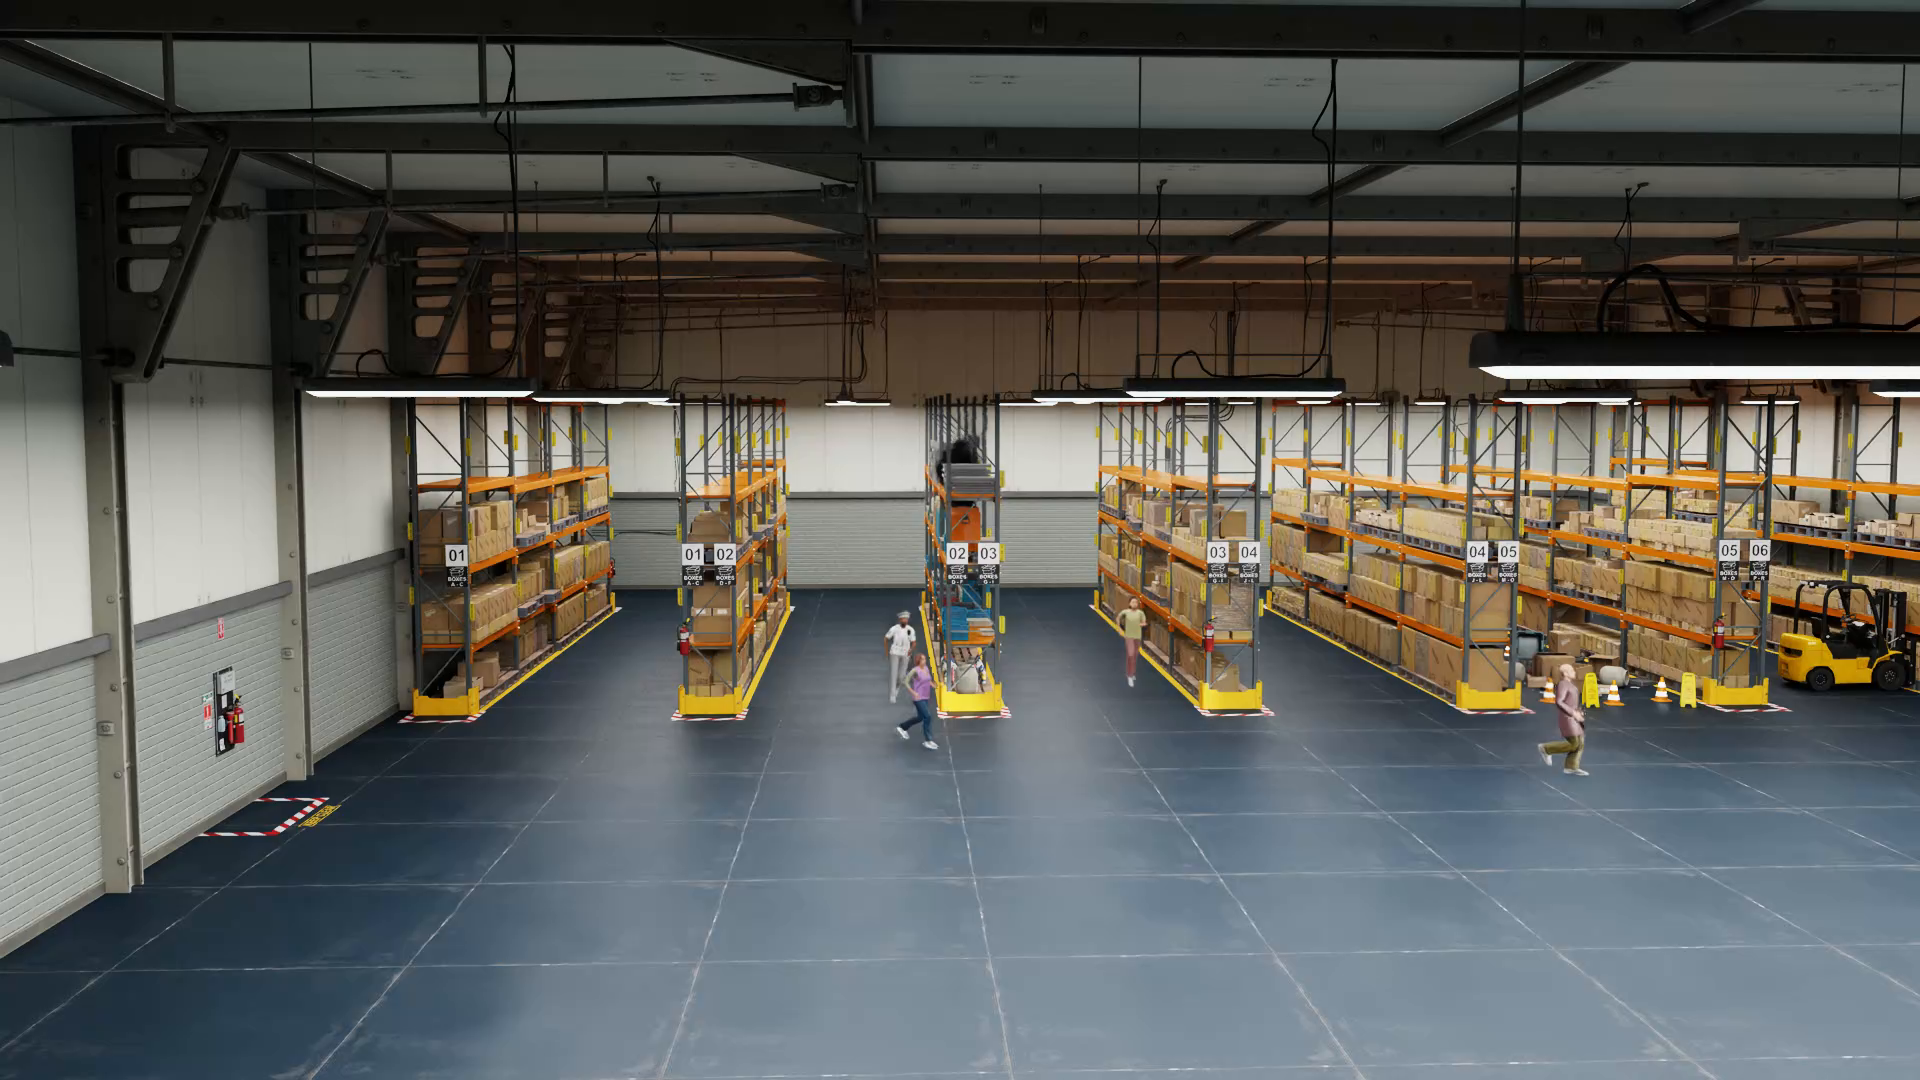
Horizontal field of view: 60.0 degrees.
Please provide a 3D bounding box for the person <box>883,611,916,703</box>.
[{"bbox_3d":[-1.114,2.170,31.130,0.616,1.682,0.605,-1,5,-10],"label":"person"}]

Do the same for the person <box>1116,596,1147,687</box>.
[{"bbox_3d":[3.434,2.002,33.056,0.543,1.769,0.696,-1,5,-13],"label":"person"}]

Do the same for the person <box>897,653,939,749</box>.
[{"bbox_3d":[-0.711,2.656,28.176,0.802,1.506,0.497,3,5,29],"label":"person"}]

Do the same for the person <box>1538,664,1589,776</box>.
[{"bbox_3d":[9.466,2.805,26.032,0.756,1.743,0.711,2,5,26],"label":"person"}]
